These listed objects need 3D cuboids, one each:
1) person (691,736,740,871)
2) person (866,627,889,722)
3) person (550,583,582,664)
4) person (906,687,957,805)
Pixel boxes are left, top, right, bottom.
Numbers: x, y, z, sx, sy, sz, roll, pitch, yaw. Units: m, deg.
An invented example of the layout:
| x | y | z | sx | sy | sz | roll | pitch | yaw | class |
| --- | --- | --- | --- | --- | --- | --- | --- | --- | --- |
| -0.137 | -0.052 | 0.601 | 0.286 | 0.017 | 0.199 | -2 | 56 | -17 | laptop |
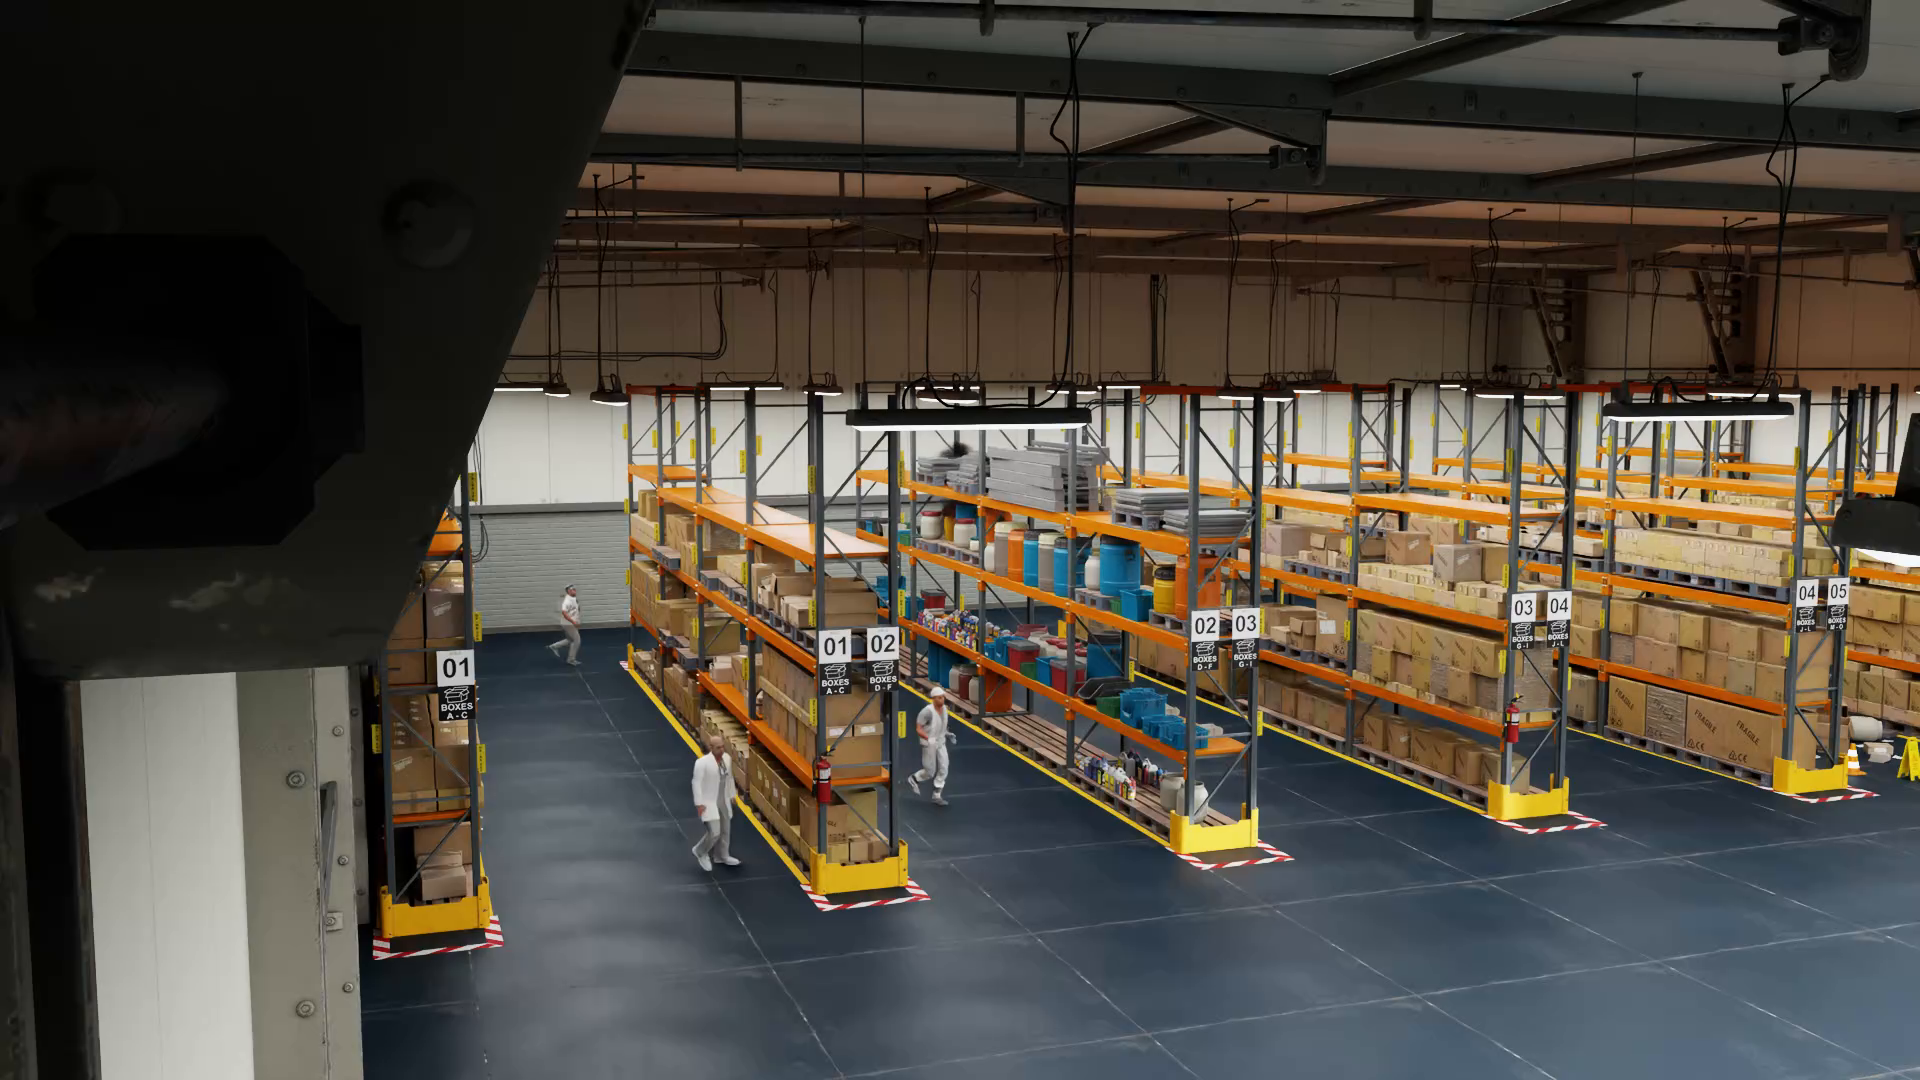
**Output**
| x | y | z | sx | sy | sz | roll | pitch | yaw | class |
| --- | --- | --- | --- | --- | --- | --- | --- | --- | --- |
| -3.073 | 3.303 | 20.924 | 0.545 | 1.742 | 0.687 | 5 | 8 | 39 | person |
| -1.473 | 2.381 | 29.899 | 0.702 | 1.760 | 1.060 | -3 | 6 | -24 | person |
| -8.469 | 1.798 | 35.634 | 0.675 | 1.778 | 0.676 | -1 | 6 | -9 | person |
| -0.464 | 2.973 | 24.248 | 0.774 | 1.736 | 0.660 | 6 | 8 | 44 | person |
